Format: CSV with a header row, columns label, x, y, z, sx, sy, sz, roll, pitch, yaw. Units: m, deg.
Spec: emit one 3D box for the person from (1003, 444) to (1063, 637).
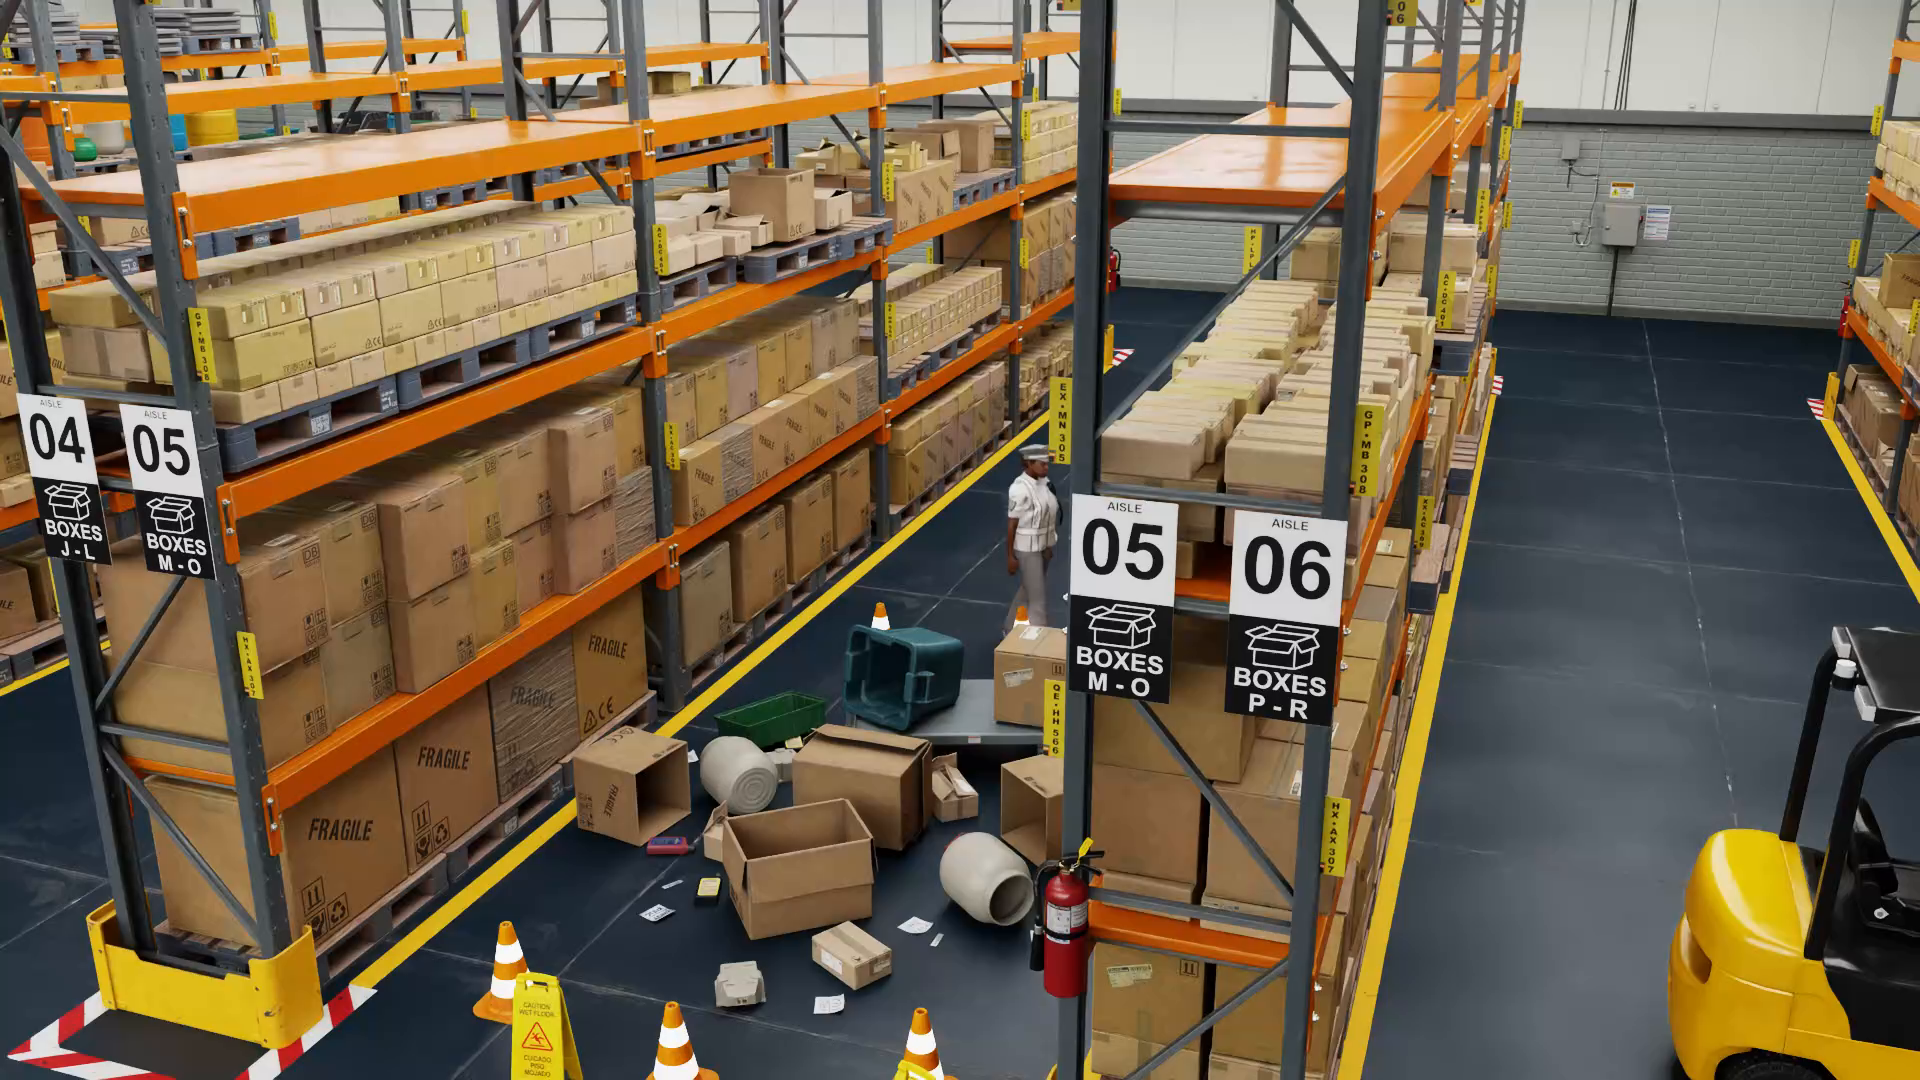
label,x,y,z,sx,sy,sz,roll,pitch,yaw
person,0.600,0.079,12.700,0.710,1.653,0.479,14,23,35
